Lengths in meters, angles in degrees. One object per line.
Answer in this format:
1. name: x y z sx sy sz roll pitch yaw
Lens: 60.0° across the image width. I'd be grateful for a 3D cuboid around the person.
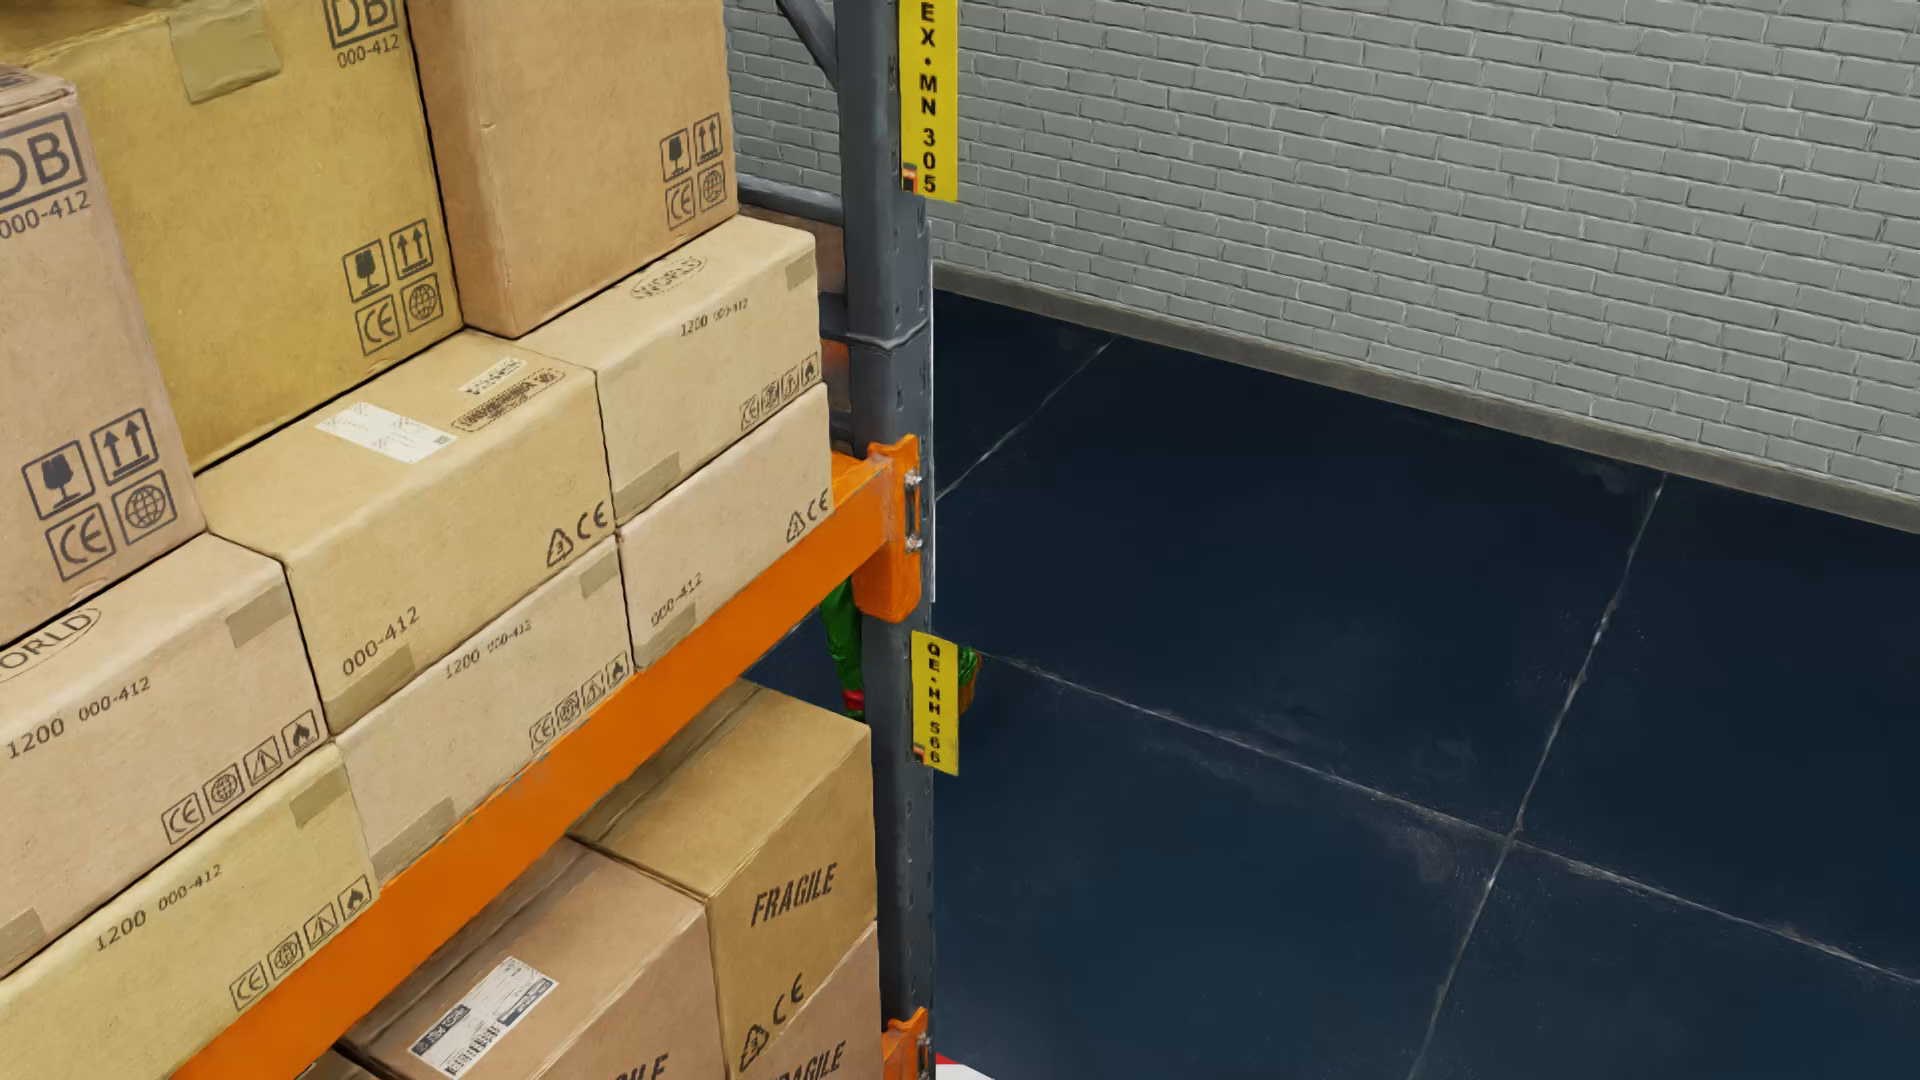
1. person: -0.287 -0.015 6.109 0.597 1.701 0.572 -26 42 -33
